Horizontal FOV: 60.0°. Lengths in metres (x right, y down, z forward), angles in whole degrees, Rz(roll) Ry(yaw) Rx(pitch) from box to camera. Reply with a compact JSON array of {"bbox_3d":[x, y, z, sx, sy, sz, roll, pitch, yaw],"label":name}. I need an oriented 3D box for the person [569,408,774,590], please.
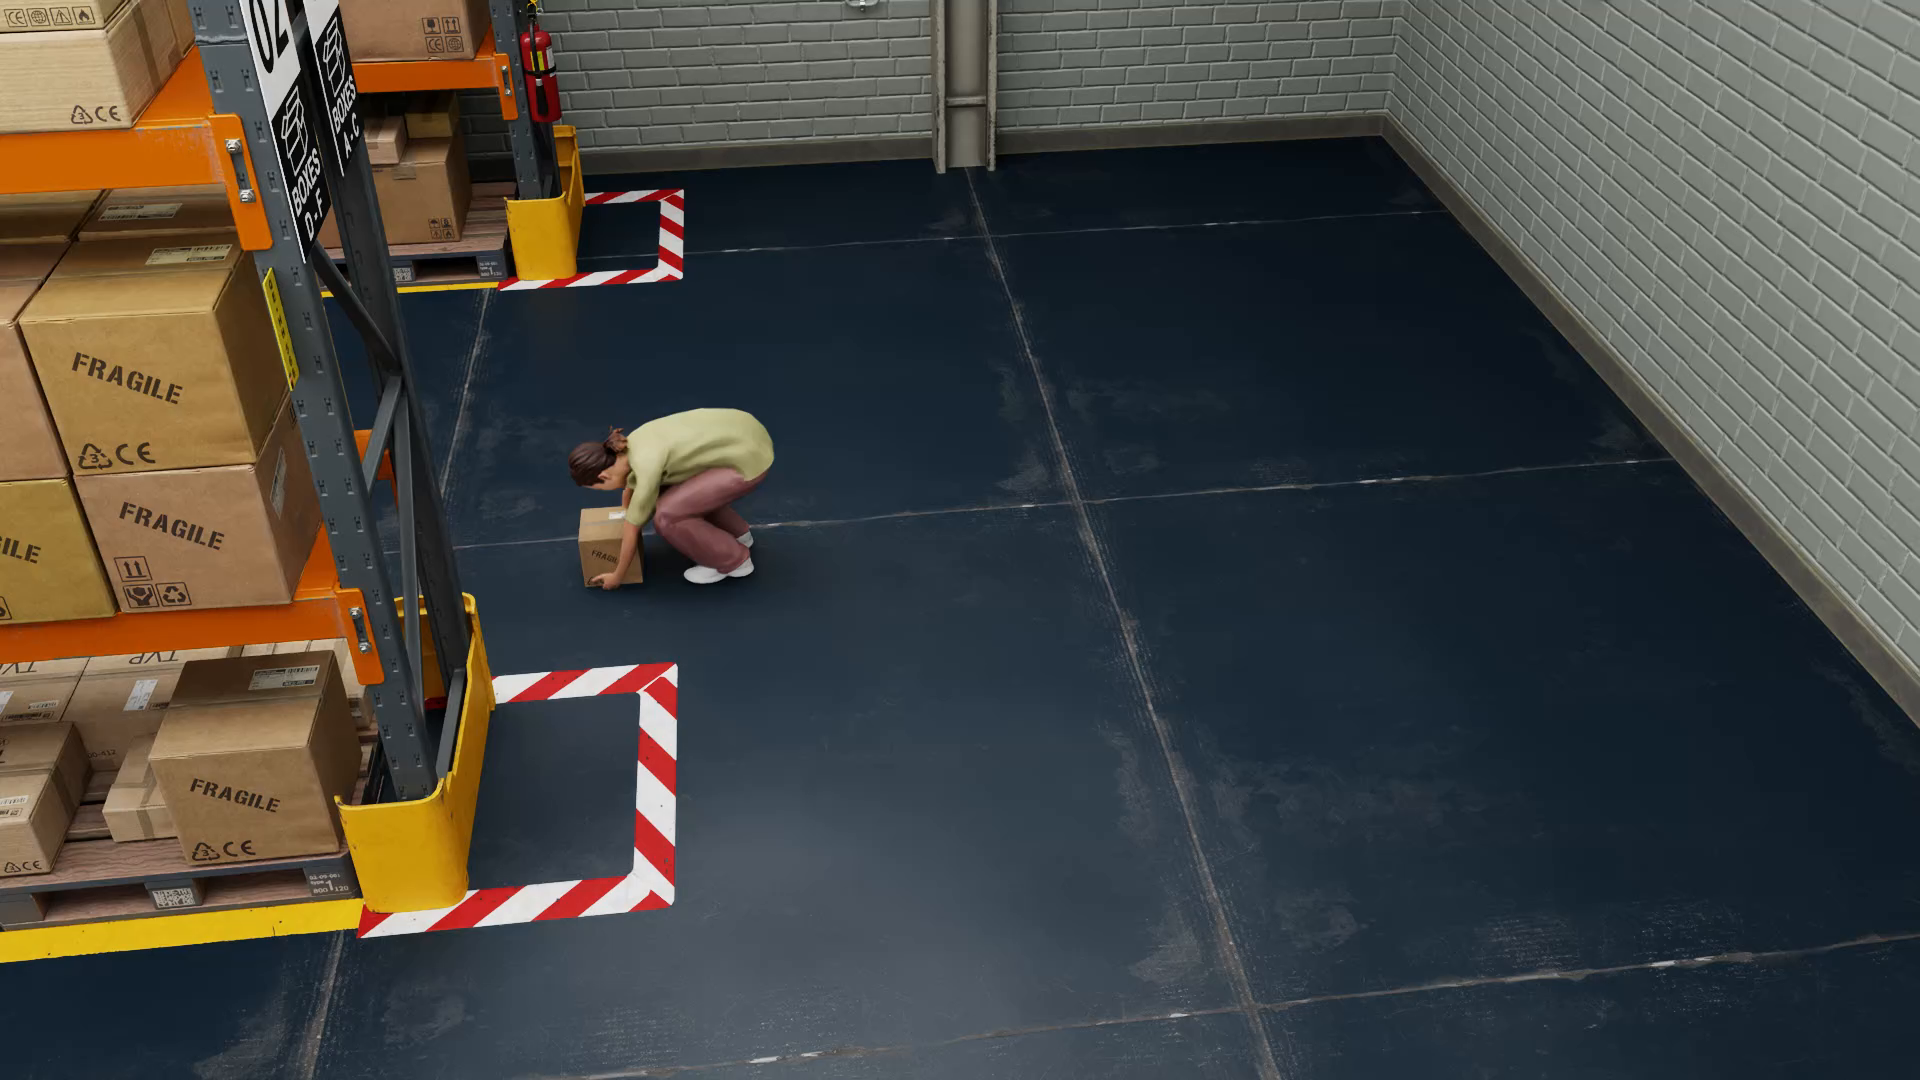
[{"bbox_3d":[-1.232,-0.188,7.244,0.867,0.756,0.463,-5,35,-8],"label":"person"}]
